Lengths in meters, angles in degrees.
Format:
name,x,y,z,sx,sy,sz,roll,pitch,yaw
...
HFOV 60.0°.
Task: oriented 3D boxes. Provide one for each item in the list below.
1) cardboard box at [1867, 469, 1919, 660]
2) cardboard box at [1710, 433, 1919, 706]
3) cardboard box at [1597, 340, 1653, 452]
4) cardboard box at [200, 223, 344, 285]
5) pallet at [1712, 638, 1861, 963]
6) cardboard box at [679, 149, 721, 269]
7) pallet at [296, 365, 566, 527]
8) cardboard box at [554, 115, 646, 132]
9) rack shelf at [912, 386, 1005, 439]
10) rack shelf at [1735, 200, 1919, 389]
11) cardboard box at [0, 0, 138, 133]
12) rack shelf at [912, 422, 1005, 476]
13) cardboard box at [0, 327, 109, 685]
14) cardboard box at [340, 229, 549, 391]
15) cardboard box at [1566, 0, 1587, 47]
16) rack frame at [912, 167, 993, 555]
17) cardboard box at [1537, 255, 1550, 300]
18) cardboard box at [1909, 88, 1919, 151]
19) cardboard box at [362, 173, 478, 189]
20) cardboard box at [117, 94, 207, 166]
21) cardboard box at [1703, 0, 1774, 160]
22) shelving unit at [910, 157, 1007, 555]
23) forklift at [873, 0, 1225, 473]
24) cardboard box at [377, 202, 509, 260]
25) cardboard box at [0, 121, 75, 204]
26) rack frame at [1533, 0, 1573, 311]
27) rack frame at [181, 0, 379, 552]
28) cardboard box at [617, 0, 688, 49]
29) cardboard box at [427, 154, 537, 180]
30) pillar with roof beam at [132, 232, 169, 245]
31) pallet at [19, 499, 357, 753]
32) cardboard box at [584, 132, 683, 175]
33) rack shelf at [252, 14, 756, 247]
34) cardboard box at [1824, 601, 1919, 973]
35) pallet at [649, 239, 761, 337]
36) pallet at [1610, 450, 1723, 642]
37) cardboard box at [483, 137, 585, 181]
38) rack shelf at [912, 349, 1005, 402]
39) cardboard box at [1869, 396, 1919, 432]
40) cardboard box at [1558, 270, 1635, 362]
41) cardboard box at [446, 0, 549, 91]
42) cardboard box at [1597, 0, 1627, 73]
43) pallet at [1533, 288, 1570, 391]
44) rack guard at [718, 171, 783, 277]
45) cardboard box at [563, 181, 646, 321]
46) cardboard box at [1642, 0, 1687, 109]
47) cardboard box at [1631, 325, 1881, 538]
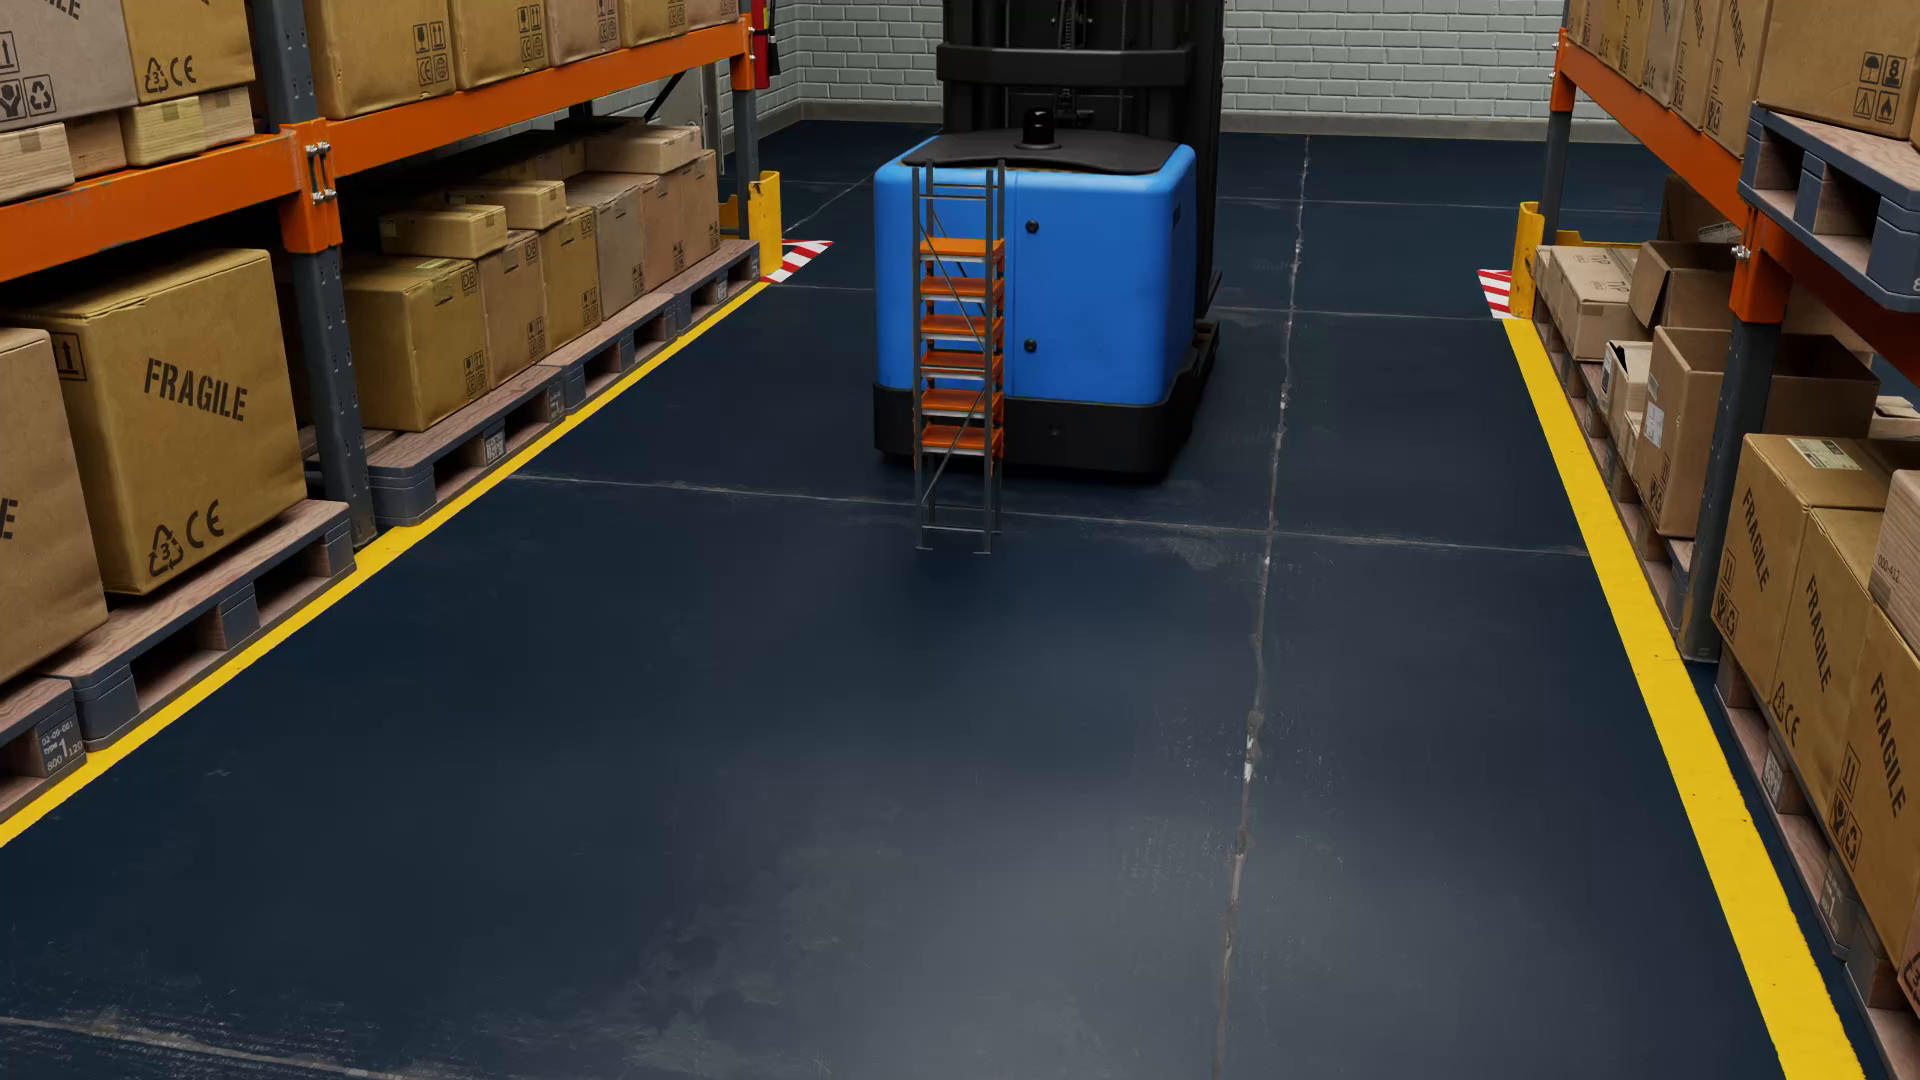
name,x,y,z,sx,sy,sz,roll,pitch,yaw
cardboard box,1.927,0.092,2.862,0.500,0.250,0.500,5,22,11
cardboard box,2.131,0.075,3.911,0.500,0.500,0.500,3,22,8
cardboard box,2.460,-0.500,5.591,0.500,0.311,0.500,4,22,11
cardboard box,-2.353,-0.980,5.686,0.380,0.149,0.250,4,22,11
pallet,2.339,0.555,3.694,1.003,0.211,1.213,4,22,11
cardboard box,-1.611,-1.650,8.219,0.700,0.500,0.500,4,22,11
pallet,-2.150,-0.394,6.050,1.003,0.211,1.213,4,22,11
cardboard box,-1.781,-2.012,8.250,0.380,0.149,0.250,5,22,11
rack shelf,-0.003,-0.399,5.178,0.258,0.103,0.180,4,22,11
rack shelf,2.060,0.026,2.237,1.077,0.370,4.000,4,22,11
cardboard box,-2.324,-1.234,3.843,0.500,0.500,0.500,5,22,11
rack shelf,-0.003,-0.287,5.223,0.258,0.103,0.180,4,22,11
cardboard box,-2.566,-0.040,3.754,0.750,0.750,0.750,5,23,13
cardboard box,-2.024,-0.900,6.357,0.700,0.500,0.500,4,22,10
cardboard box,2.936,-2.406,7.179,0.500,0.500,0.500,5,22,12
rack frame,-0.022,-0.518,5.033,0.240,1.200,0.006,4,22,11
cardboard box,2.811,-1.174,7.456,0.380,0.166,0.250,4,22,11
cardboard box,2.074,-0.868,2.797,0.700,0.500,0.500,8,23,19
cardboard box,-2.142,-1.361,6.634,0.380,0.149,0.250,5,22,11
cardboard box,-2.202,-1.069,4.302,0.380,0.149,0.250,5,22,12
cardboard box,2.319,-1.288,4.403,0.500,0.500,0.500,5,22,12
shelving unit,-0.003,-0.551,5.116,0.258,1.200,0.189,4,22,11
forklift,0.530,-2.111,6.672,1.130,2.935,3.031,5,22,12
cardboard box,-1.881,-1.129,6.057,0.380,0.149,0.250,5,23,13
cardboard box,-2.296,-0.877,3.824,0.380,0.149,0.250,4,22,11
rack frame,3.284,-2.502,7.551,1.000,3.000,0.127,4,22,11
rack frame,-2.382,-1.416,4.853,1.000,3.000,0.127,4,22,11
cardboard box,-1.798,-2.563,7.302,0.980,0.700,0.700,4,22,10
cardboard box,-2.038,-1.548,7.098,0.380,0.149,0.250,5,22,11
pillar with roof beam,1.128,-4.192,3.717,9.100,9.000,0.400,4,22,11
pallet,-2.466,0.166,4.659,1.003,0.211,1.213,4,22,11
cardboard box,-1.510,-1.797,7.715,0.380,0.149,0.250,5,22,12
rack shelf,-1.974,-1.813,6.804,1.077,0.370,4.000,4,22,11
cardboard box,1.923,0.453,2.972,0.500,0.500,0.500,5,22,12
pallet,-1.653,-1.286,8.265,1.003,0.211,1.213,4,22,11
pallet,2.609,0.003,5.063,1.003,0.211,1.213,4,22,11
cardboard box,-1.935,-1.735,7.562,0.380,0.149,0.250,5,22,11
rack shelf,-0.003,-0.510,5.133,0.258,0.103,0.180,4,22,11
cardboard box,2.932,-0.383,5.494,0.380,0.166,0.250,4,22,11
cardboard box,2.692,-0.888,6.635,0.500,0.250,0.500,4,22,11
cardboard box,-2.101,-2.018,5.948,0.980,0.700,0.700,4,22,10
cardboard box,2.730,-2.034,6.255,0.500,0.500,0.500,4,22,11
pallet,3.107,-0.889,7.279,1.003,0.211,1.213,4,22,11
rack guard,-1.561,-1.728,8.974,1.175,0.500,0.348,4,22,11
cardboard box,-1.815,-1.283,7.308,0.700,0.500,0.500,4,22,9
cardboard box,2.525,-1.665,5.338,0.500,0.500,0.500,5,22,12
cardboard box,2.307,-0.314,4.875,0.500,0.500,0.500,4,22,11
